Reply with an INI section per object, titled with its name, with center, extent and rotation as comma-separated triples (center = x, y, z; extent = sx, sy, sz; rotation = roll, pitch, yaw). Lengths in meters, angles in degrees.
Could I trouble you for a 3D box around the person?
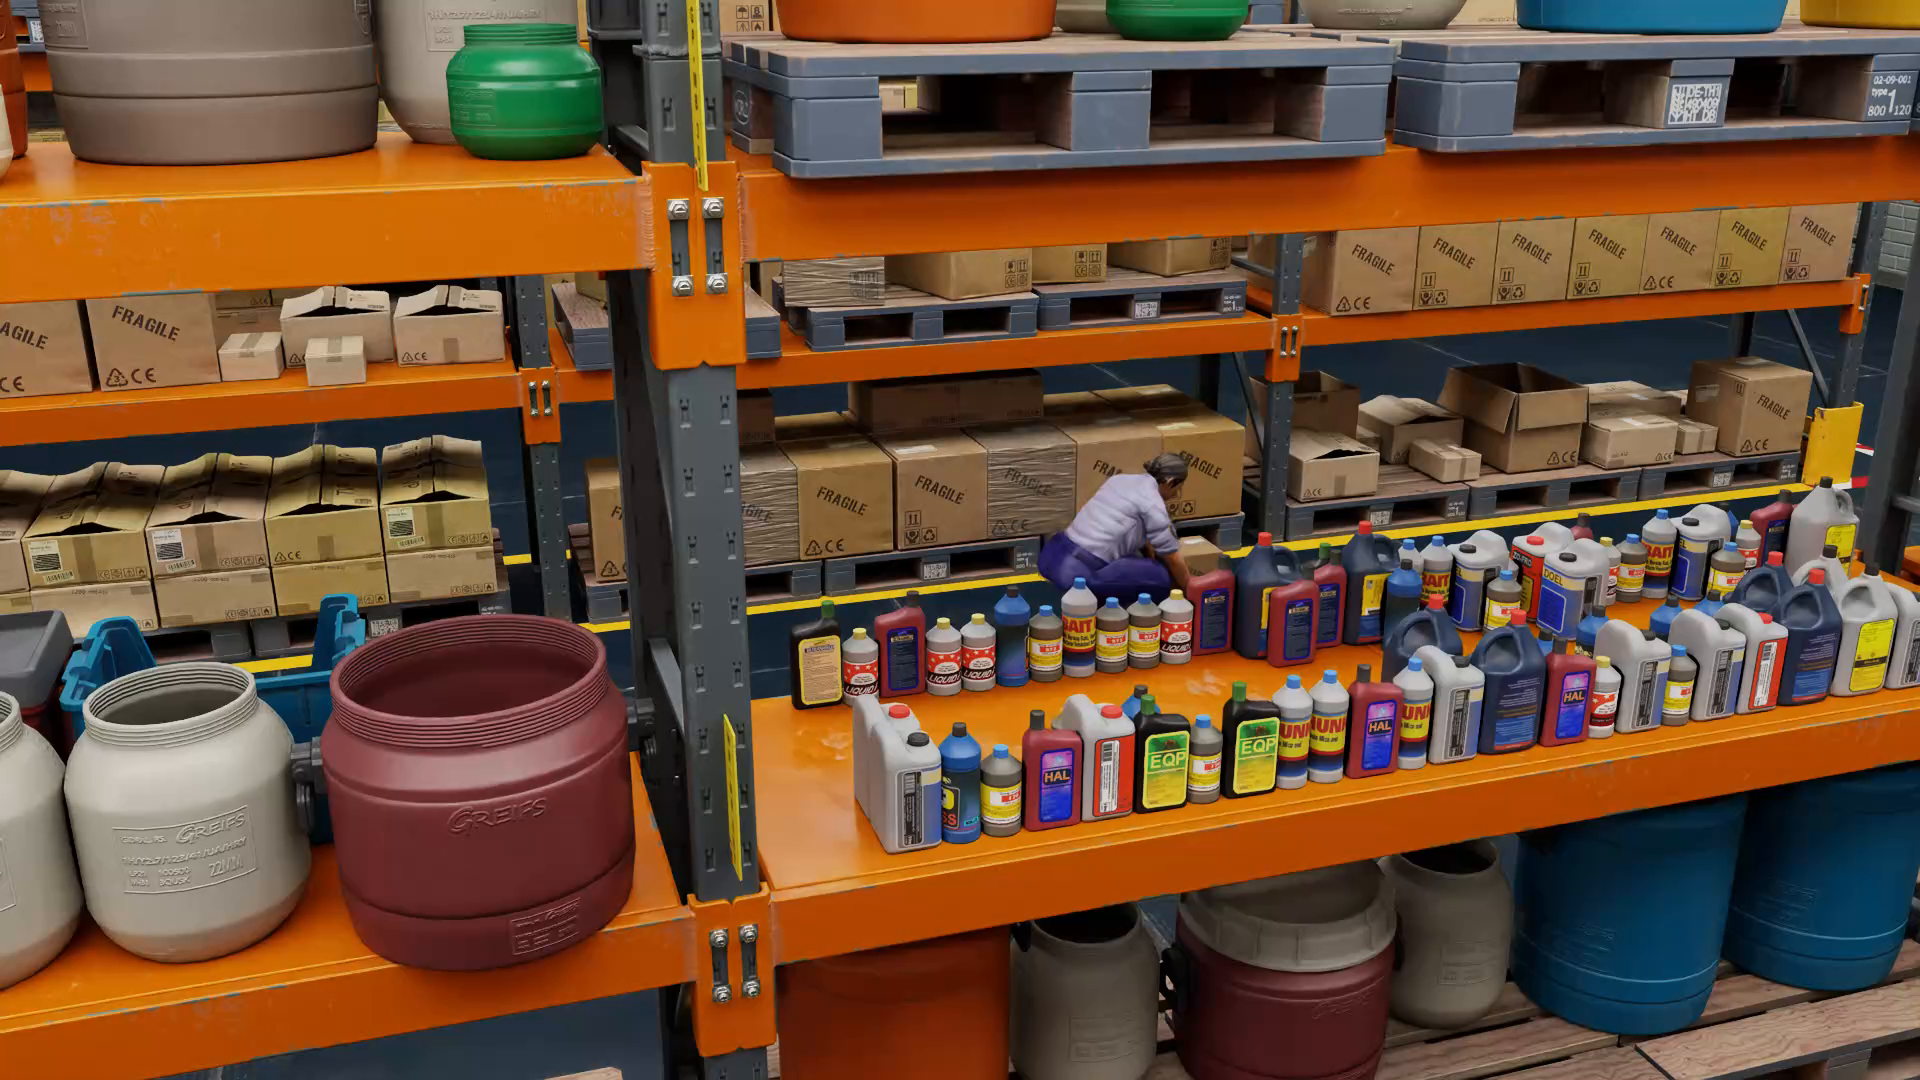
[person]
center = 0.789, 0.061, 8.047
extent = 0.832, 0.910, 0.520
rotation = -6, 20, -17
